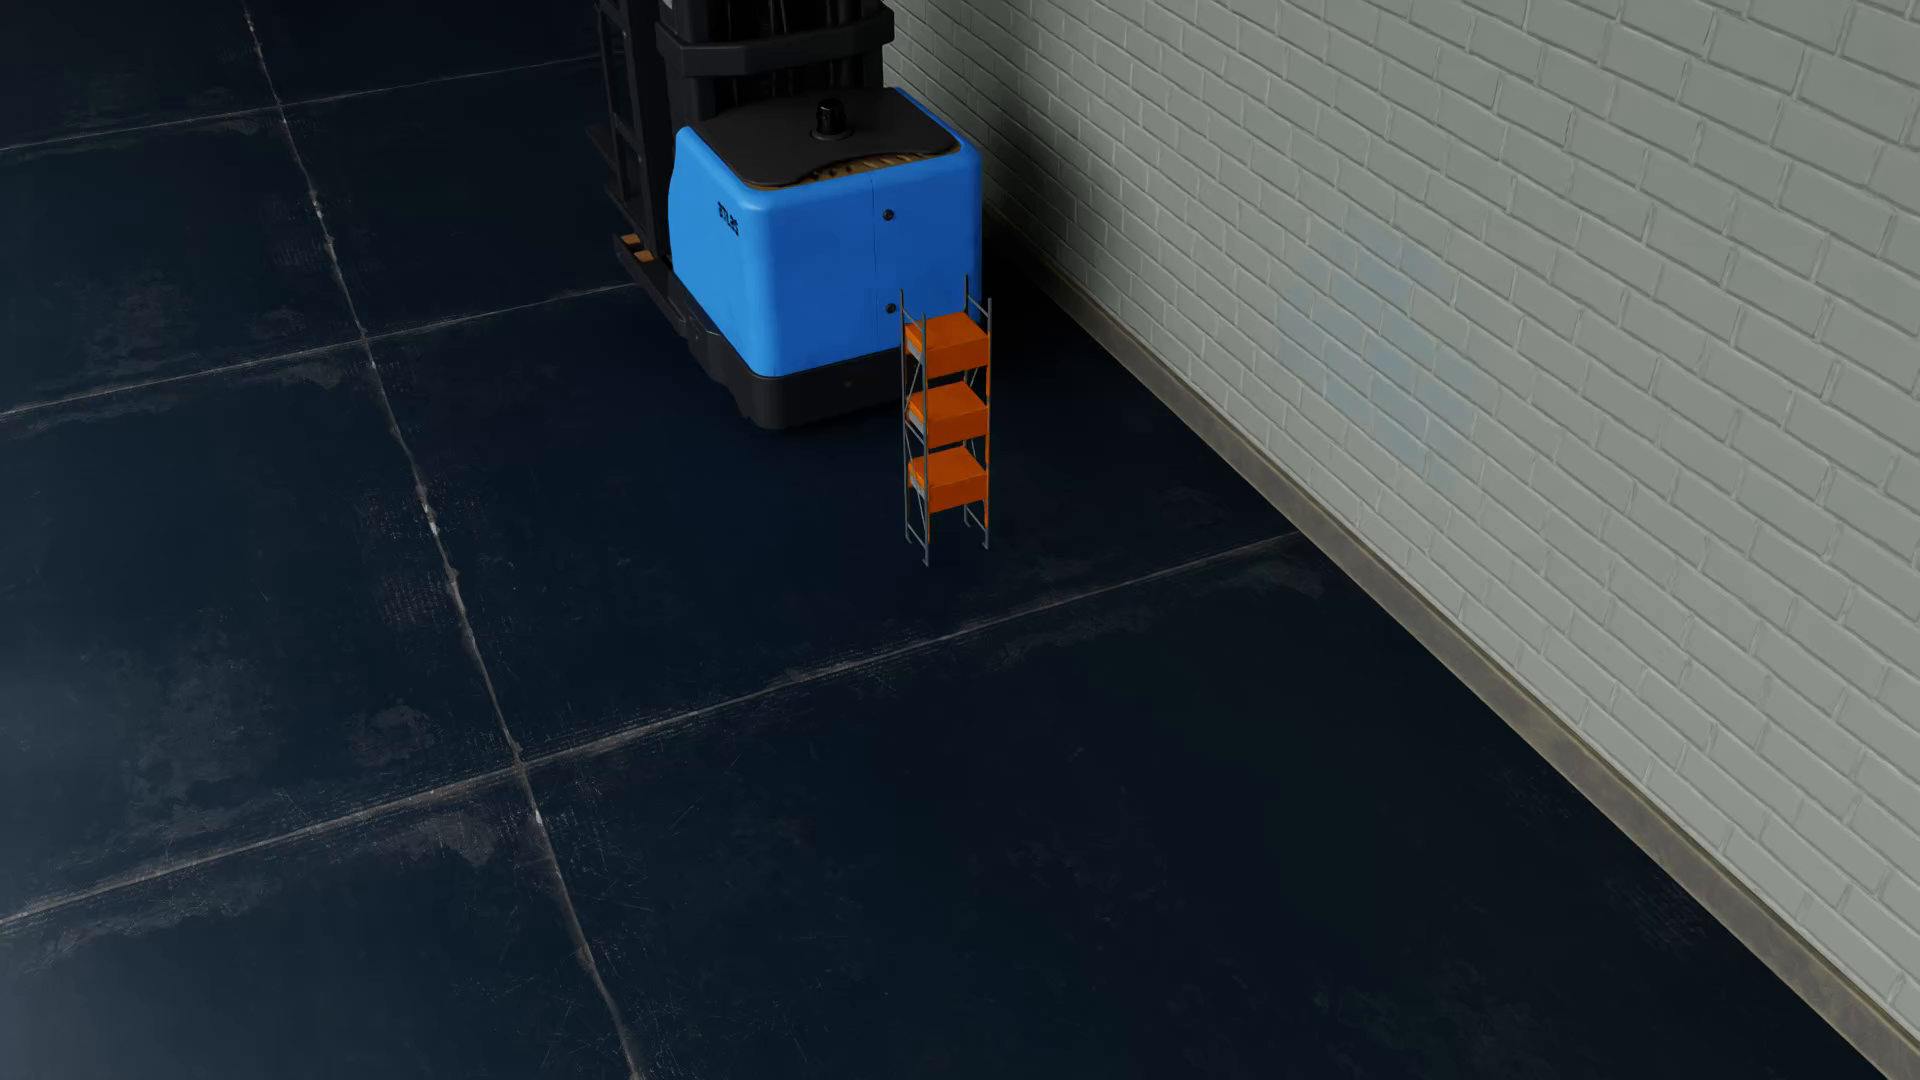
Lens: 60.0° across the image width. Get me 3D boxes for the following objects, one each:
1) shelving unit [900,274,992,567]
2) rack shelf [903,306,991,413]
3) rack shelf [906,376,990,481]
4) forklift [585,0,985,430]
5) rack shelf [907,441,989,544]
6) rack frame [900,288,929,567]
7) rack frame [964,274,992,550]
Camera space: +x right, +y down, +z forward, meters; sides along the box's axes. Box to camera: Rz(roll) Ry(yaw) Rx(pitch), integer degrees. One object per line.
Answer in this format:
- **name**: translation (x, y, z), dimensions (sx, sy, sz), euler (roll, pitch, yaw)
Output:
- **shelving unit**: translation (-0.048, -0.408, 5.919), dimensions (0.252, 1.050, 0.215), euler (-16, 39, -20)
- **rack shelf**: translation (-0.048, -0.628, 5.756), dimensions (0.240, 0.259, 0.215), euler (-16, 39, -20)
- **rack shelf**: translation (-0.048, -0.400, 5.925), dimensions (0.240, 0.259, 0.215), euler (-16, 39, -20)
- **forklift**: translation (-1.010, -2.489, 7.145), dimensions (1.130, 2.935, 3.031), euler (-17, 40, -21)
- **rack shelf**: translation (-0.048, -0.176, 6.091), dimensions (0.240, 0.259, 0.215), euler (-16, 39, -20)
- **rack frame**: translation (-0.159, -0.377, 5.877), dimensions (0.008, 1.050, 0.200), euler (-16, 39, -20)
- **rack frame**: translation (0.062, -0.439, 5.961), dimensions (0.008, 1.050, 0.200), euler (-16, 39, -20)
